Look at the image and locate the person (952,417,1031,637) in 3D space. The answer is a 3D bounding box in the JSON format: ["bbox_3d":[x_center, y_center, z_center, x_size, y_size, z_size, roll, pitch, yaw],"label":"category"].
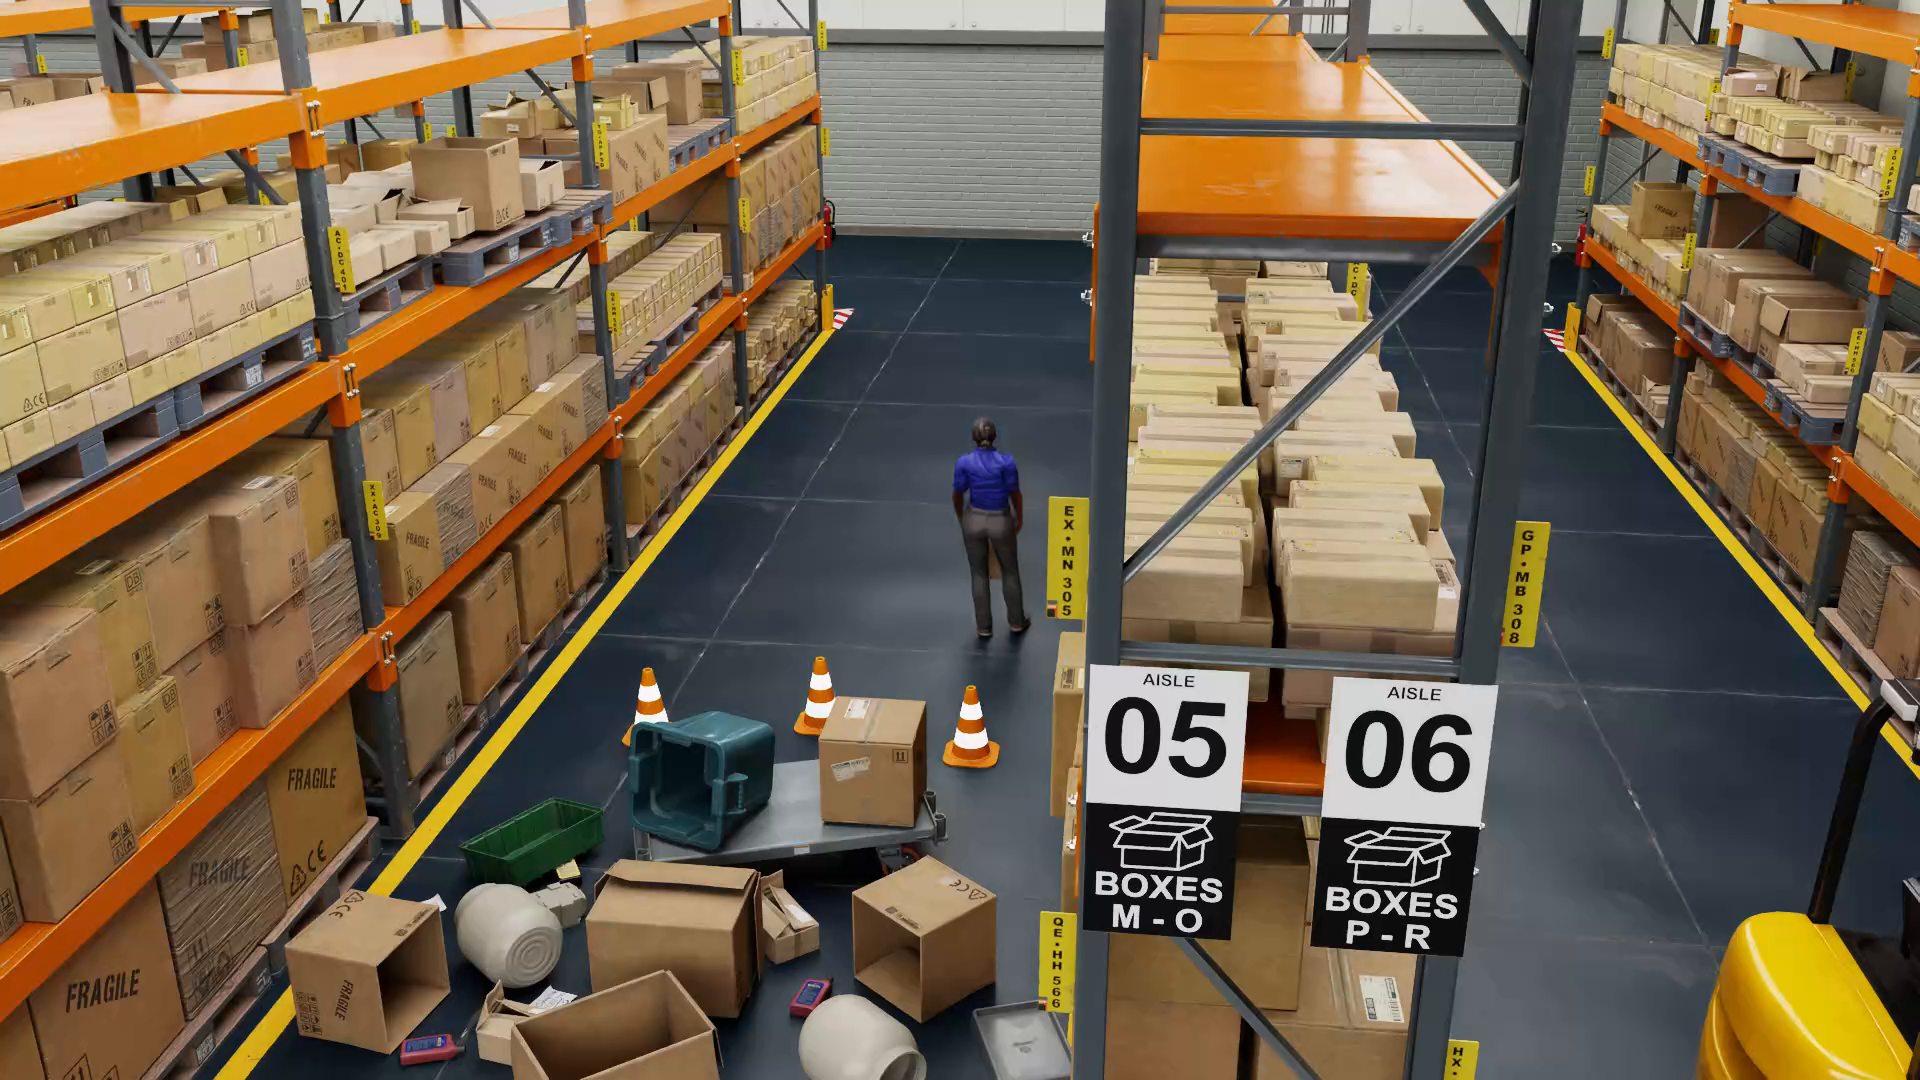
[{"bbox_3d":[0.227,-0.115,11.763,0.547,1.654,0.502,3,21,6],"label":"person"}]
